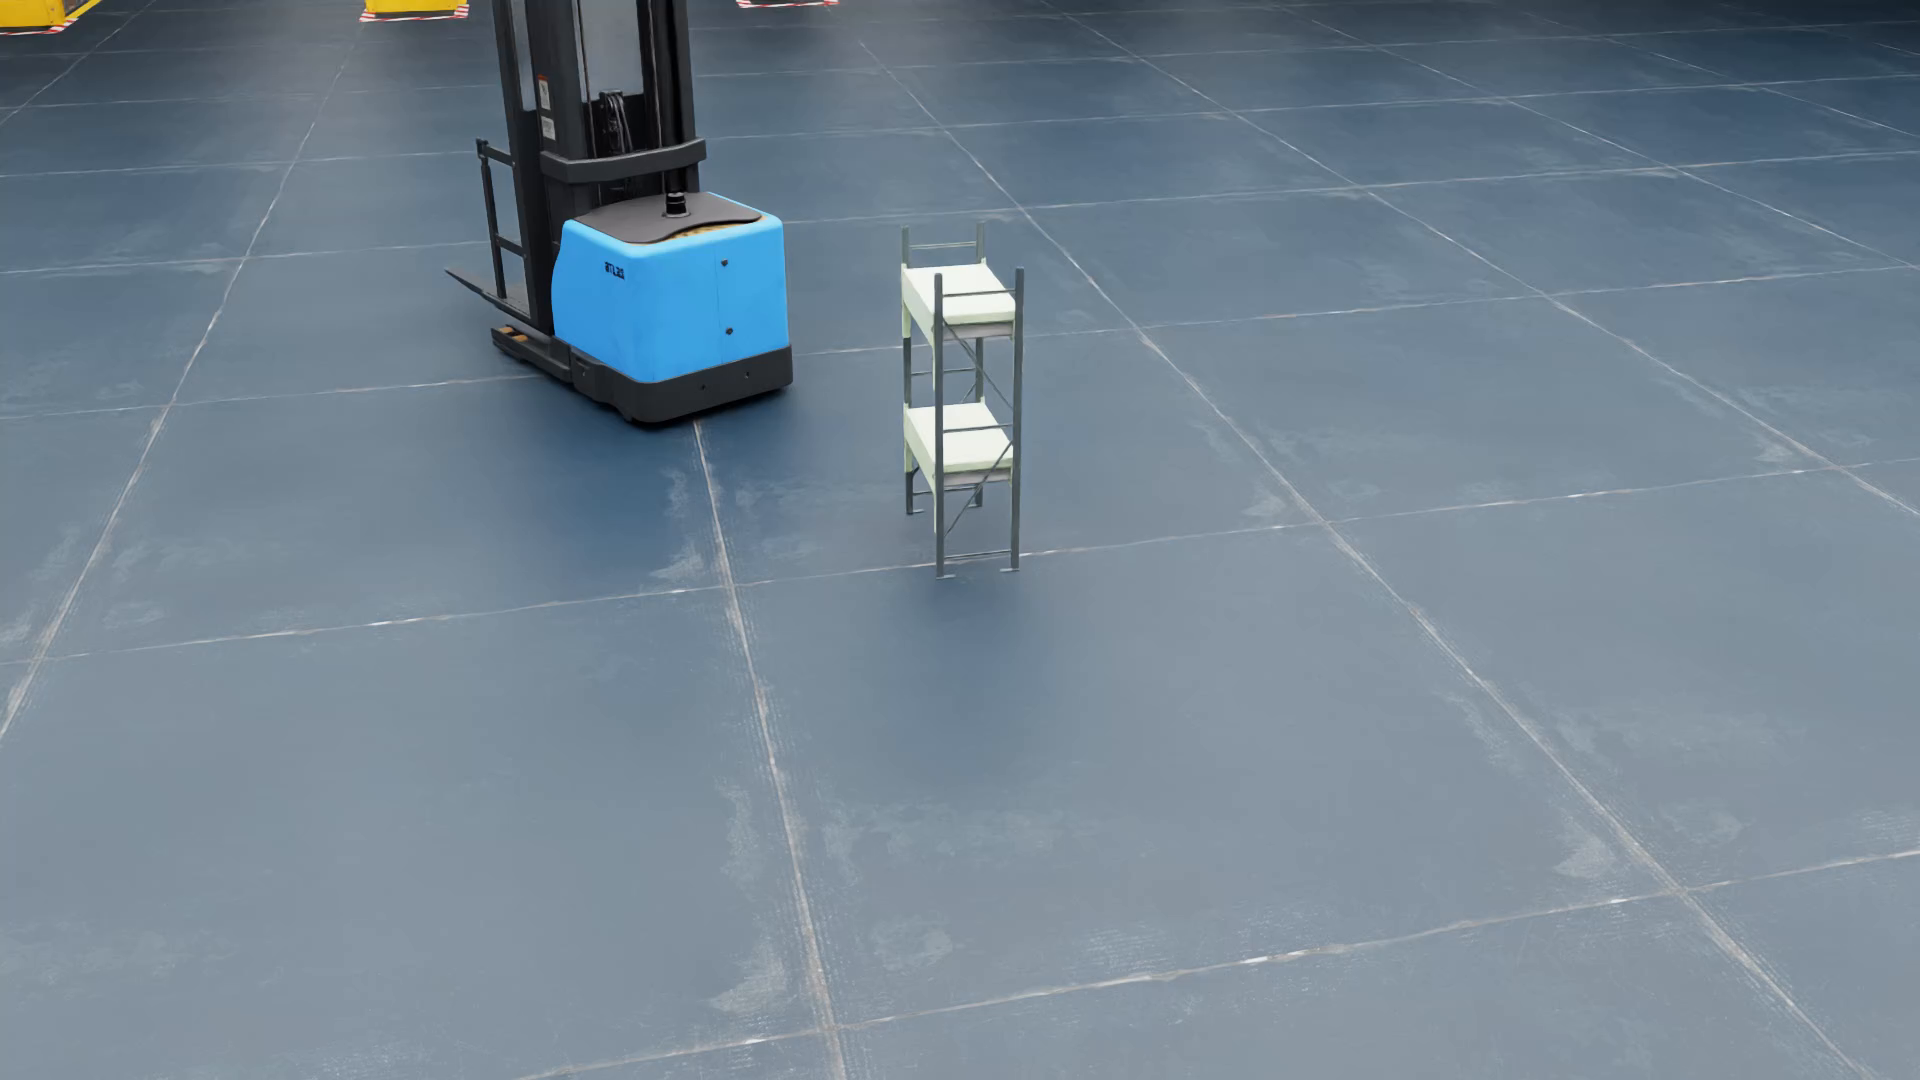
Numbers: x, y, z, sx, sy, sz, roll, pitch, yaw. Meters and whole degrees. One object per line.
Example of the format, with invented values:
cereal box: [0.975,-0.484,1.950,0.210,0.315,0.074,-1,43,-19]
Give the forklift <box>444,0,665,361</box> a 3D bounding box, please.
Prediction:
forklift: [-2.606,-2.623,10.414,1.118,2.733,2.170,-21,33,-35]

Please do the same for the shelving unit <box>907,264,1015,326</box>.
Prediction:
shelving unit: [0.002,-1.134,7.670,0.368,0.052,0.686,-6,27,-12]

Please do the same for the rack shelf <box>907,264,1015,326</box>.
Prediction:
rack shelf: [0.002,-1.134,7.670,0.368,0.052,0.686,-6,27,-12]
